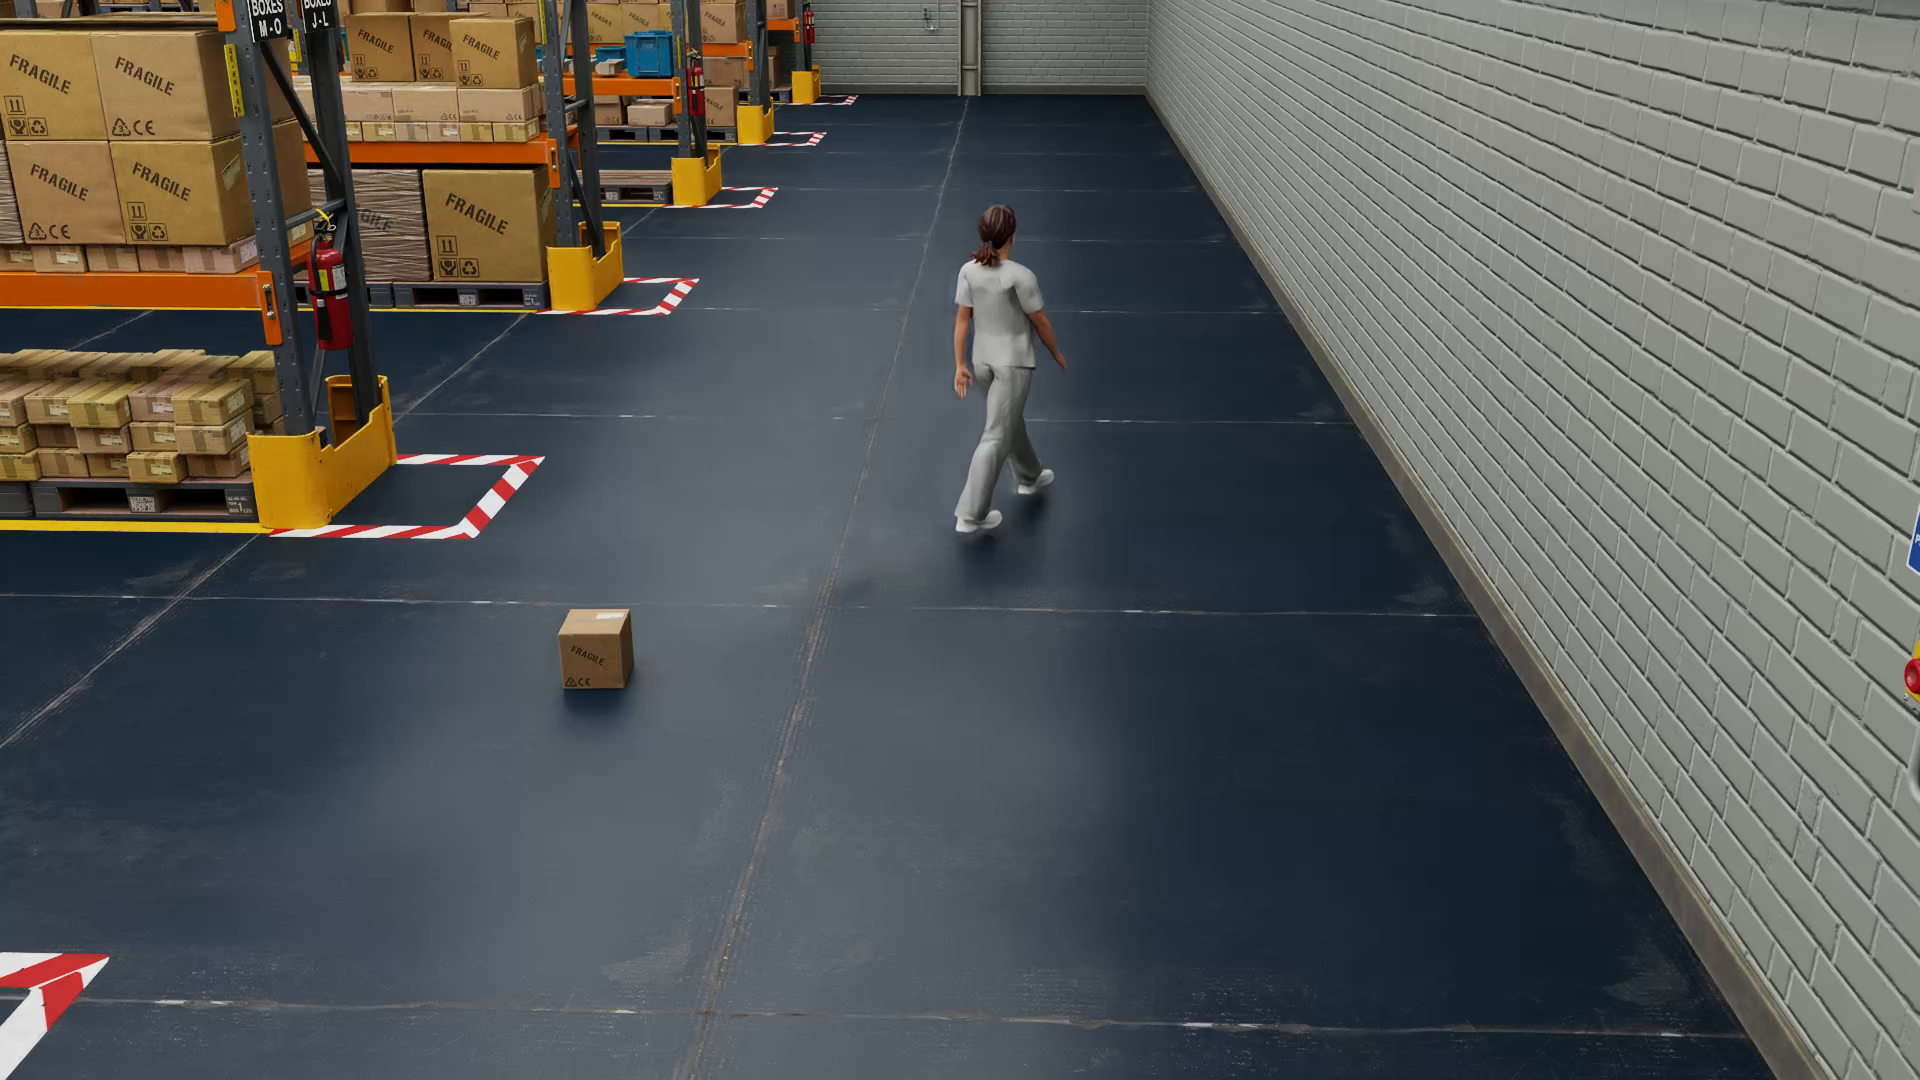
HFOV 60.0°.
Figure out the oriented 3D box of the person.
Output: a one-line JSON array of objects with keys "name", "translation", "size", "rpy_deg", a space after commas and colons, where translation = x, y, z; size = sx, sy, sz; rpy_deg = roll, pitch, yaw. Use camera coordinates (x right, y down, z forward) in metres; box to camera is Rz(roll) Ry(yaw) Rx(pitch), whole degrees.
[{"name": "person", "translation": [0.284, -0.910, 8.446], "size": [0.444, 1.612, 0.983], "rpy_deg": [17, 27, 37]}]
